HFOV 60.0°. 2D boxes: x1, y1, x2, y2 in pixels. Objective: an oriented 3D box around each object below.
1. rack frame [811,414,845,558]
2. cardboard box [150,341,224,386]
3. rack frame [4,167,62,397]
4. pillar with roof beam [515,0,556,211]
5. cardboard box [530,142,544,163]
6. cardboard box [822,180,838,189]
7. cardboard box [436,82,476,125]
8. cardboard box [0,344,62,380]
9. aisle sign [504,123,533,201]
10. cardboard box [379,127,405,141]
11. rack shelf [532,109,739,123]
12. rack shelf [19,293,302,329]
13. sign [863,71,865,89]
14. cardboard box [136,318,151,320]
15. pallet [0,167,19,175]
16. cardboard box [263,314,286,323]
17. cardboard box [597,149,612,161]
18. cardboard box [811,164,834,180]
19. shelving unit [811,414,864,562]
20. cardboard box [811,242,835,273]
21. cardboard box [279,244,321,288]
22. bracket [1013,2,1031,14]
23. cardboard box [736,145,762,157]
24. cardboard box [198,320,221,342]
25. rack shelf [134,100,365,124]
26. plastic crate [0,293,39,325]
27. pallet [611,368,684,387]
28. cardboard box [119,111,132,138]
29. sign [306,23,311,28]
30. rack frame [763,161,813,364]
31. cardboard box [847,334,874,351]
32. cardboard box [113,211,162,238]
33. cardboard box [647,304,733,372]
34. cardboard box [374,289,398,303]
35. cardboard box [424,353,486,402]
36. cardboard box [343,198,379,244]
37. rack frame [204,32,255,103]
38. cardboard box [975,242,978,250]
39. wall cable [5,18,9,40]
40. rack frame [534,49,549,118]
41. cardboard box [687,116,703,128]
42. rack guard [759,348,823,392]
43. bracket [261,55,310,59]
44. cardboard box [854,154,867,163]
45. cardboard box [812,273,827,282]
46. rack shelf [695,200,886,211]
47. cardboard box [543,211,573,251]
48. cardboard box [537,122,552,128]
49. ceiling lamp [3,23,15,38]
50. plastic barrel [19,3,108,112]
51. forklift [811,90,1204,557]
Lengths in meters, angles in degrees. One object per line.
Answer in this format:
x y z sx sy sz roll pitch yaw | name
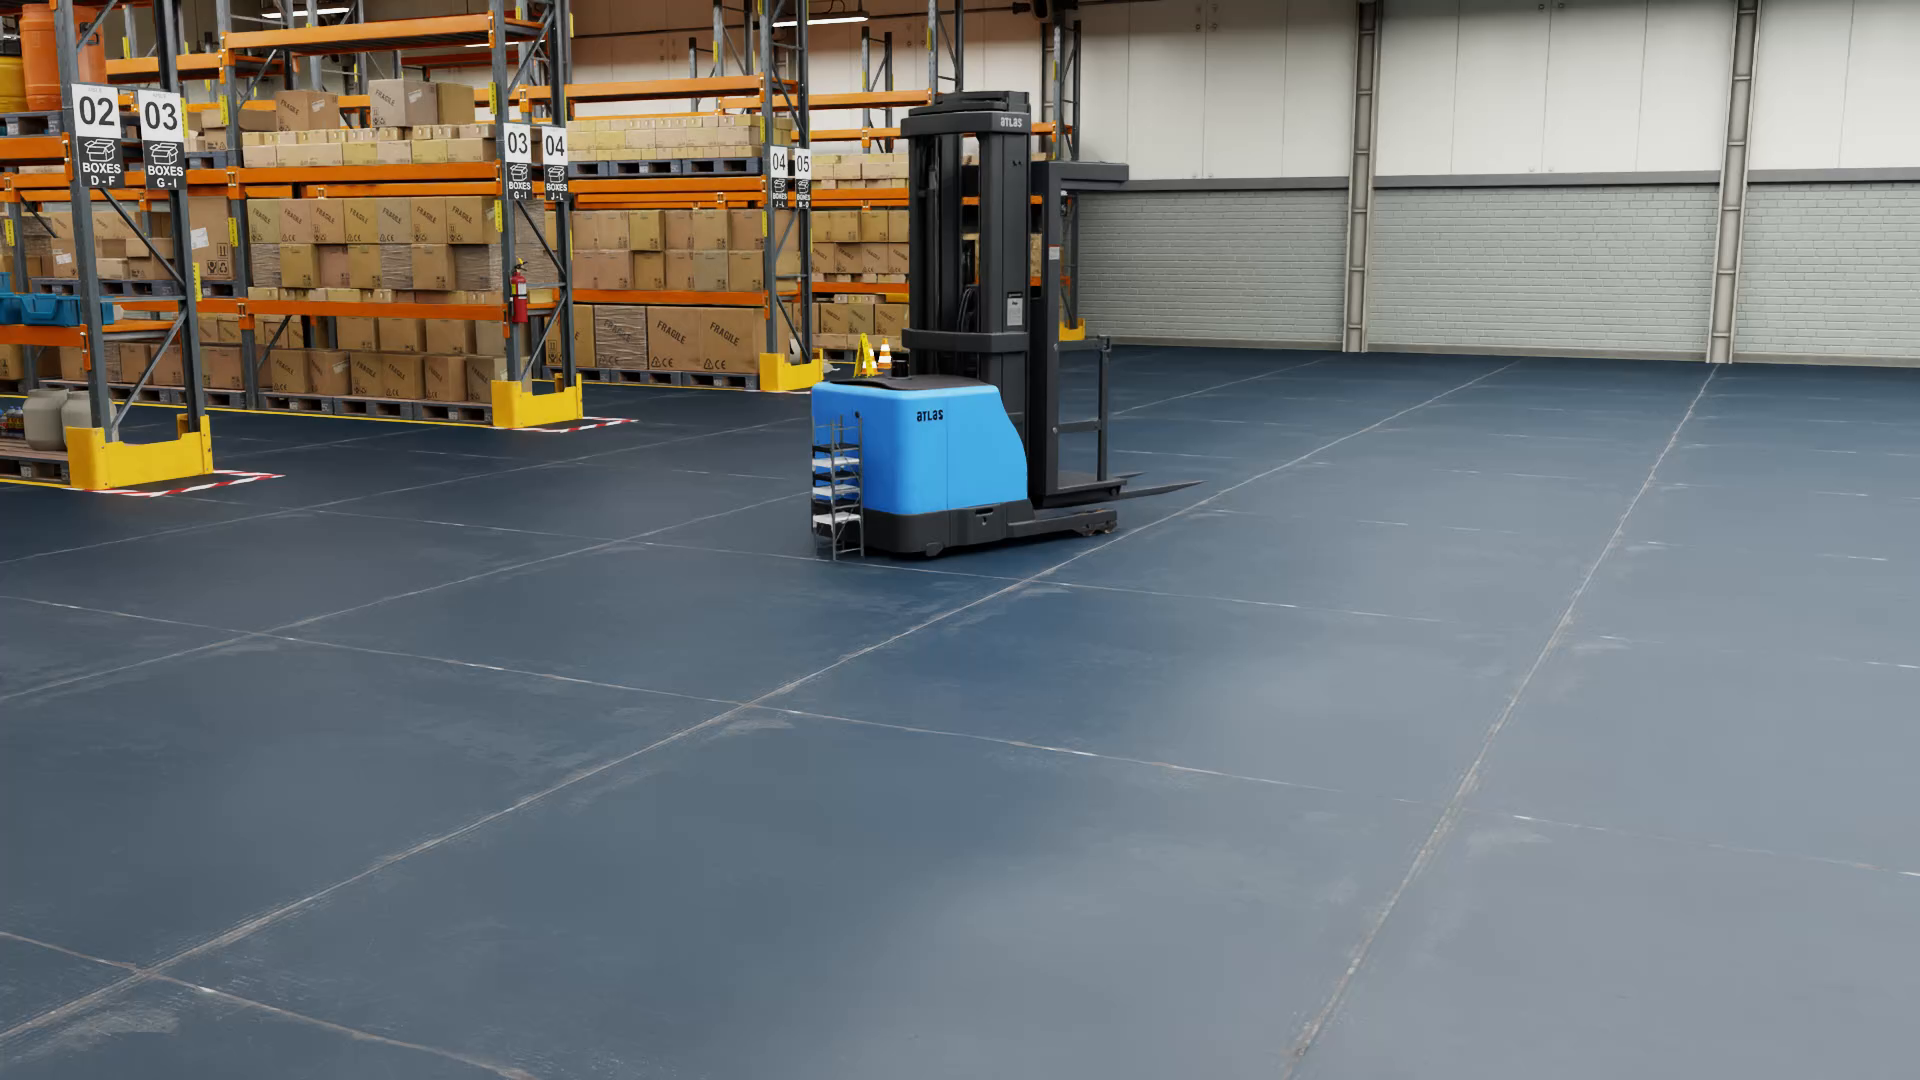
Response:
-0.840 -0.344 10.602 0.240 0.900 0.006 -9 14 -40 | rack frame
-9.650 -2.213 20.820 0.500 0.500 0.700 4 11 21 | cardboard box
-11.775 -3.406 21.624 0.127 3.000 1.000 5 11 26 | rack frame
-10.914 -8.560 33.258 0.548 9.000 9.100 5 11 26 | pillar with roof beam
-4.918 -4.257 18.325 0.500 0.250 0.500 5 12 28 | cardboard box
-2.056 -5.808 27.179 0.250 0.149 0.380 5 11 25 | cardboard box
-5.812 -4.853 18.679 0.500 0.500 0.500 5 11 26 | cardboard box
-12.384 -2.624 22.095 0.875 0.875 1.225 4 11 23 | cardboard box
-4.677 -4.002 17.618 0.004 0.787 0.394 5 11 26 | aisle sign
-6.151 -4.449 18.270 0.250 0.149 0.380 4 11 23 | cardboard box
-5.596 -7.232 29.064 4.000 0.370 1.077 5 11 26 | rack shelf
-9.981 -2.894 20.818 4.000 0.370 1.077 5 11 26 | rack shelf
-1.839 -8.829 31.901 0.005 0.325 0.100 5 11 26 | sign
-14.007 -3.722 28.527 0.250 0.149 0.380 5 11 24 | cardboard box
-12.375 -4.831 21.607 1.003 0.211 1.213 6 12 28 | pallet
-10.676 -3.585 26.352 0.500 0.250 0.500 5 11 27 | cardboard box
-4.813 -5.320 23.025 0.250 0.149 0.380 5 11 25 | cardboard box
-2.165 -6.023 27.251 0.500 0.250 0.500 5 11 26 | cardboard box
-0.774 -0.330 10.526 0.258 0.900 0.210 -9 14 -40 | shelving unit
-2.164 -4.675 27.524 0.500 0.500 0.500 5 11 26 | cardboard box
-7.378 -3.196 19.348 0.500 0.500 0.875 5 11 26 | cardboard box
1.223 -10.049 31.379 0.430 0.232 0.235 5 11 26 | bracket
-2.763 -5.140 22.029 0.250 0.149 0.380 5 11 26 | cardboard box
-12.056 -3.340 27.099 0.500 0.500 0.500 6 12 28 | cardboard box
-11.283 -6.749 26.393 4.000 0.370 1.077 5 11 26 | rack shelf
-7.953 -1.955 14.025 0.408 0.251 0.499 5 11 26 | plastic crate
-4.157 -2.334 23.534 1.213 0.211 1.003 5 11 26 | pallet
-10.560 -5.020 20.435 0.500 0.500 0.500 5 11 24 | cardboard box
-9.721 -7.553 24.850 0.005 0.325 0.100 5 11 26 | sign
-2.315 -3.559 22.474 0.127 3.000 1.000 5 11 26 | rack frame
-1.520 -3.274 27.441 0.500 0.250 0.500 5 11 26 | cardboard box
-13.618 -5.186 27.540 0.500 0.500 0.500 5 11 24 | cardboard box
-3.742 -2.832 23.244 0.875 0.875 0.875 5 11 25 | cardboard box
-6.339 -2.742 18.666 0.250 0.149 0.380 5 11 26 | cardboard box
-5.704 -1.845 18.843 0.500 0.500 0.500 9 14 41 | cardboard box
-6.546 -3.586 18.696 0.500 0.500 0.500 5 11 26 | cardboard box
-14.564 -8.571 33.318 0.127 3.000 1.000 5 11 26 | rack frame
0.381 -5.599 31.642 0.250 0.149 0.380 5 11 26 | cardboard box
-20.472 -11.679 33.645 0.029 3.000 2.355 5 11 26 | wall cable
-8.784 -9.049 35.958 0.127 3.000 1.000 5 11 26 | rack frame
-3.453 -5.593 22.292 0.250 0.149 0.380 5 12 27 | cardboard box
-2.293 -2.327 22.686 0.348 0.500 1.175 5 11 26 | rack guard
-17.425 -11.688 40.433 5.218 0.066 0.076 5 11 26 | bracket
-1.522 -6.174 26.967 0.250 0.149 0.380 5 11 26 | cardboard box
-2.281 -4.356 27.580 0.250 0.149 0.380 5 11 26 | cardboard box
-3.403 -6.746 33.677 4.000 0.370 1.077 5 11 26 | rack shelf
-5.587 -4.445 23.915 0.550 0.550 0.875 5 11 26 | cardboard box
-5.726 -5.792 23.395 0.250 0.149 0.380 5 11 26 | cardboard box
-18.044 -11.267 31.828 0.800 3.185 2.000 5 11 26 | ceiling lamp
-7.284 -3.896 13.527 0.708 0.830 0.600 5 11 26 | plastic barrel
0.456 -1.529 11.448 3.031 2.935 1.130 -9 13 -40 | forklift
